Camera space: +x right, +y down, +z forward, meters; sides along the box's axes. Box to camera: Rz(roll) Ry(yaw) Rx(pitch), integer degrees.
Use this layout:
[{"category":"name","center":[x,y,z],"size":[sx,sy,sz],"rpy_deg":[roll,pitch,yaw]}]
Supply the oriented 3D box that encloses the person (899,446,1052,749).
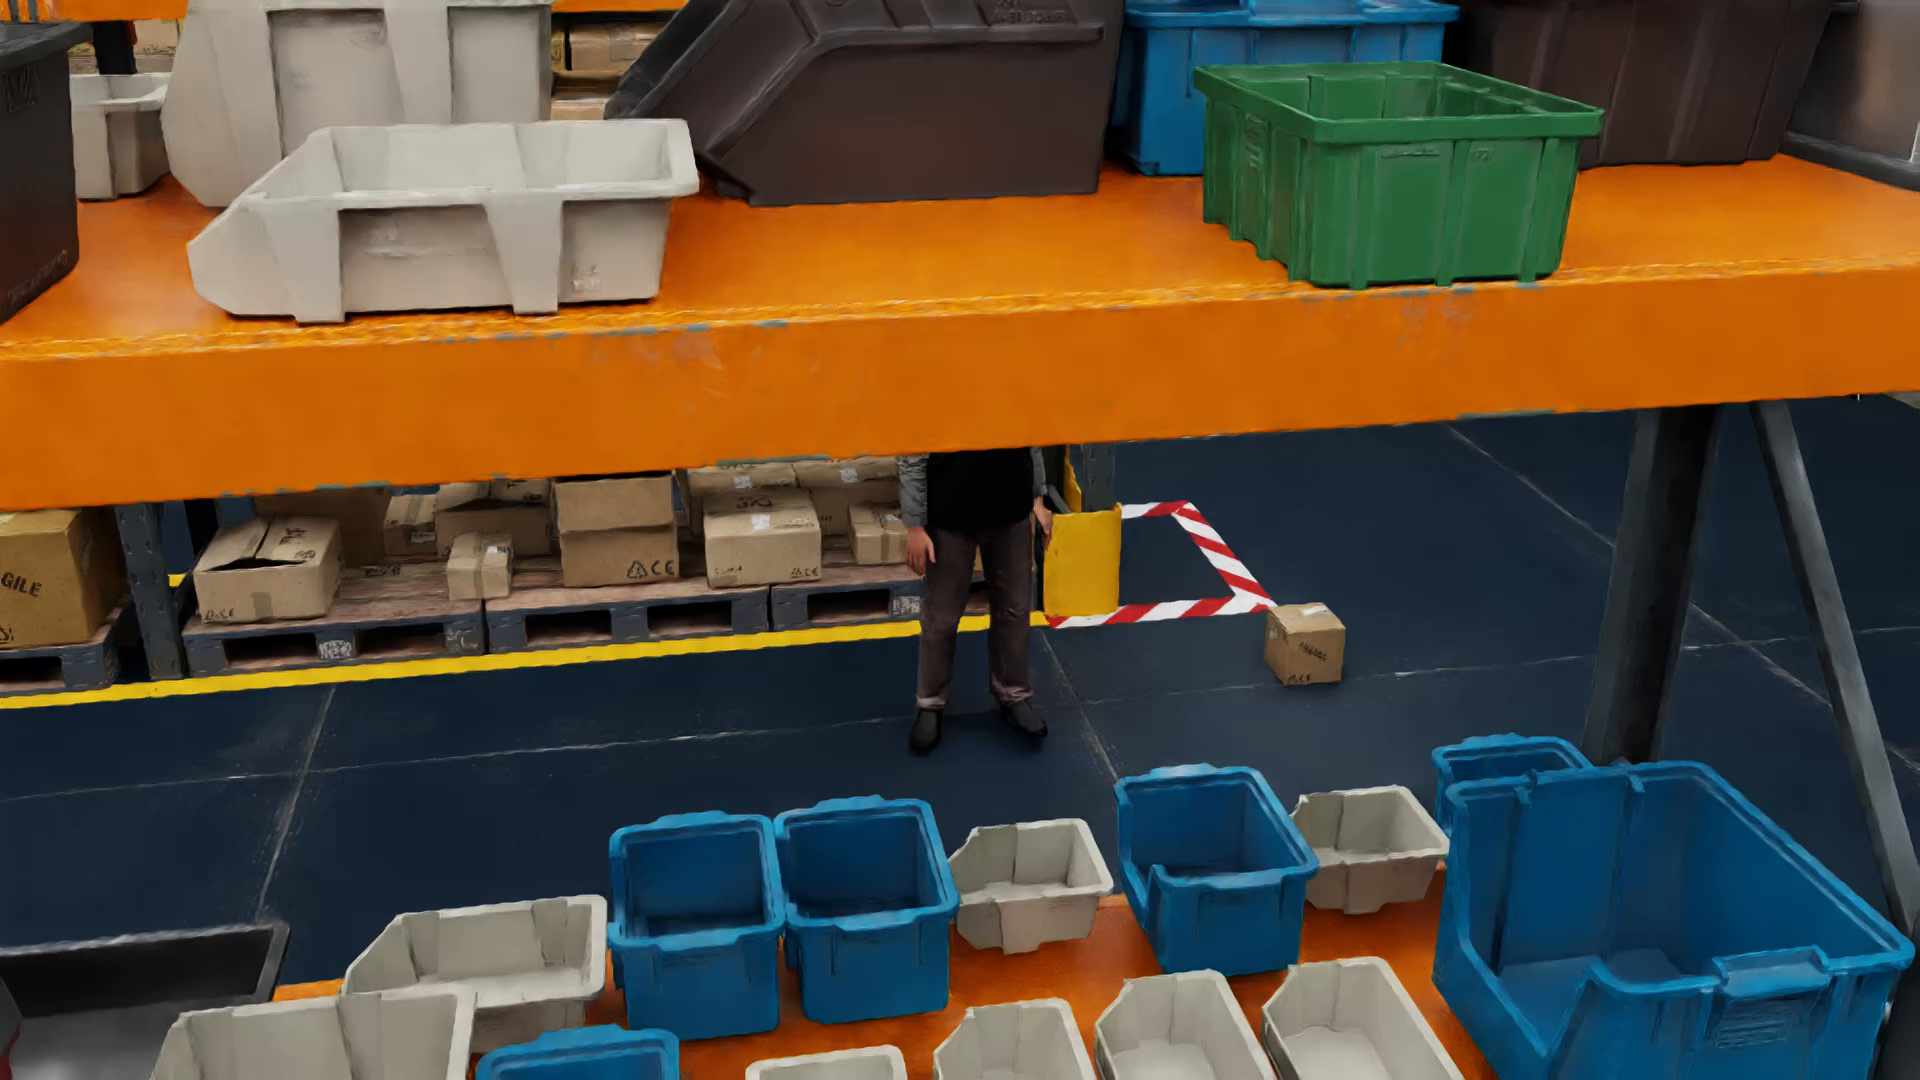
[{"category":"person","center":[0.072,-0.047,6.169],"size":[0.588,1.730,0.470],"rpy_deg":[-12,26,-25]}]
